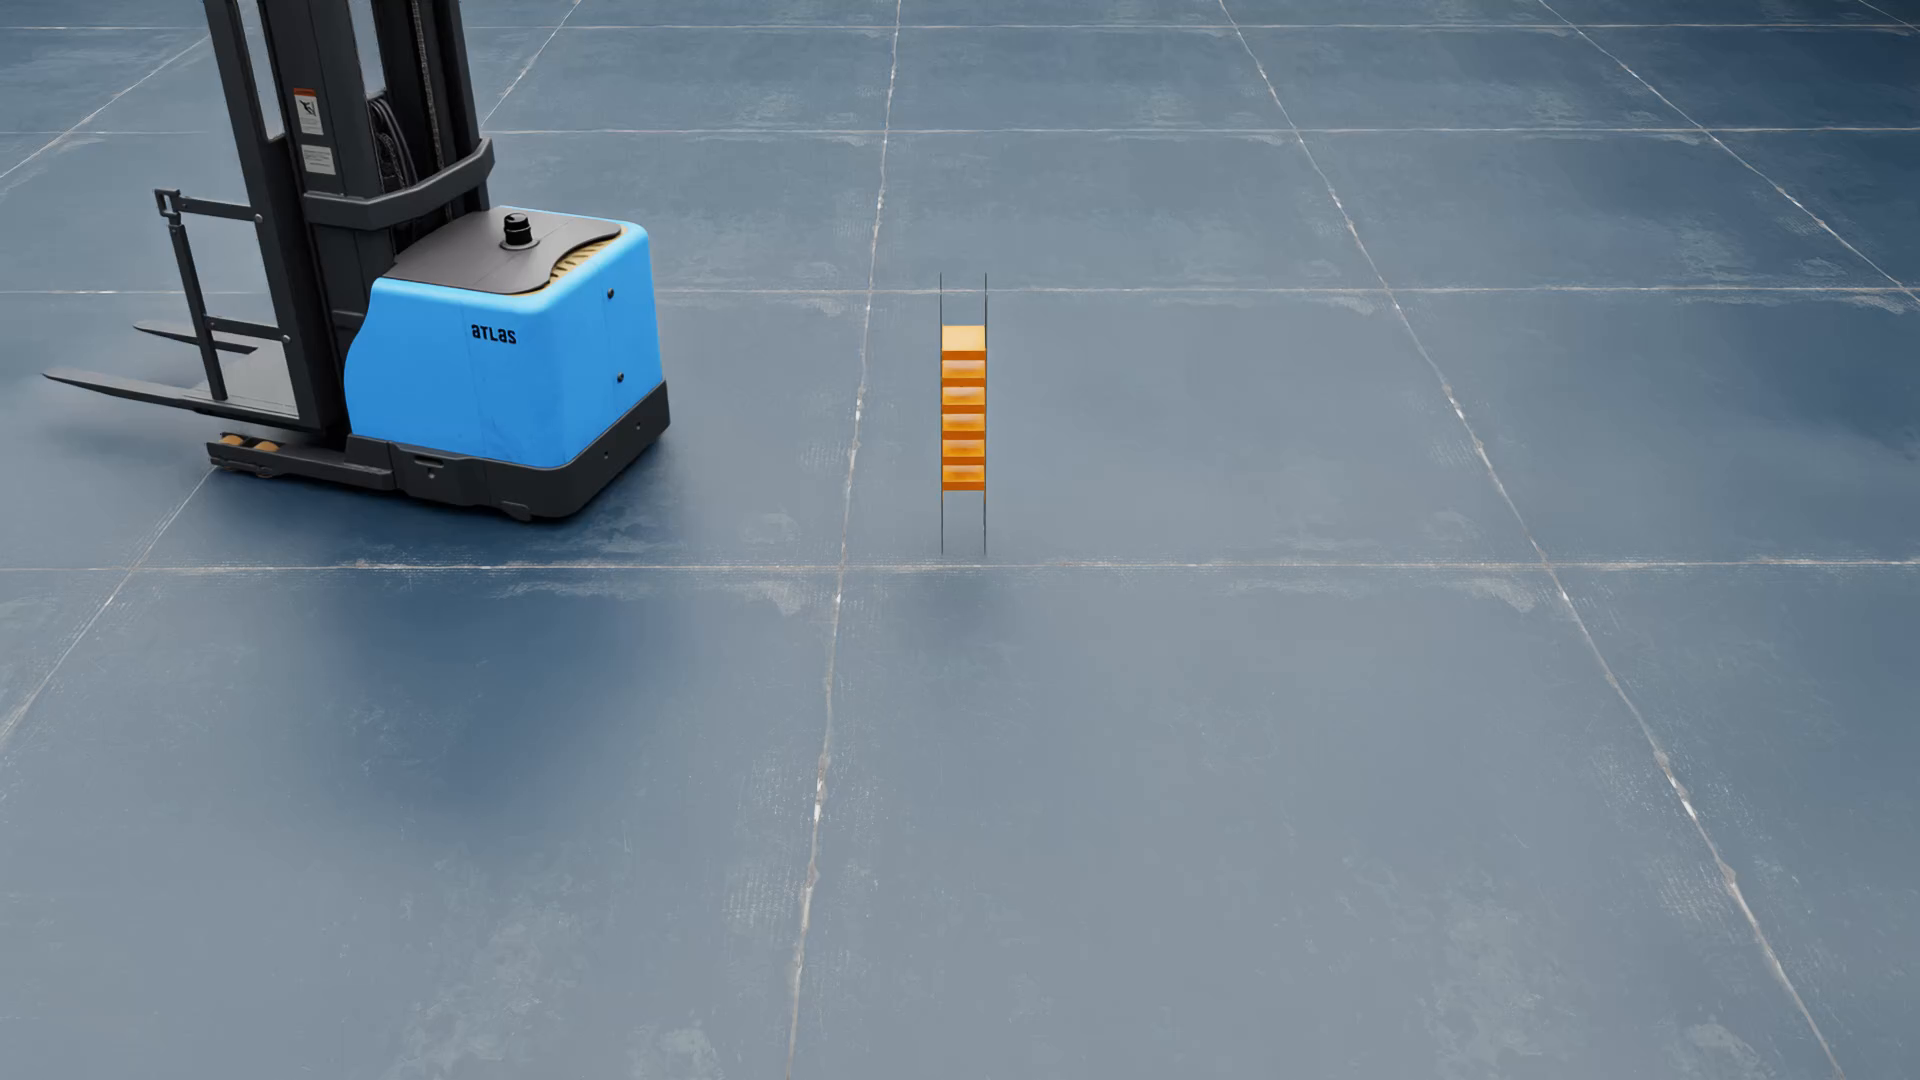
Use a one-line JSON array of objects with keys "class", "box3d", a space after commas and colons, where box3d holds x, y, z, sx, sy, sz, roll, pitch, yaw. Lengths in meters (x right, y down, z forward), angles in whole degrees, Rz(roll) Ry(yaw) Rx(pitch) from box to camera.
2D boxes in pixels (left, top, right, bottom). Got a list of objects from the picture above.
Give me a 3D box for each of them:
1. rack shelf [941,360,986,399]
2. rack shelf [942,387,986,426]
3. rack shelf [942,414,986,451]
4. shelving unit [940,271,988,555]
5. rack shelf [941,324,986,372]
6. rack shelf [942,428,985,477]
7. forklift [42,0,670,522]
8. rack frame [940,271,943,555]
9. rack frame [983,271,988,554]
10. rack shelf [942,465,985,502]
[{"class": "rack shelf", "box3d": [0.014, -0.680, 6.837, 0.180, 0.103, 0.258, 0, 31, 0]}, {"class": "rack shelf", "box3d": [0.014, -0.578, 6.900, 0.180, 0.103, 0.258, 0, 31, 0]}, {"class": "rack shelf", "box3d": [0.014, -0.475, 6.962, 0.180, 0.103, 0.258, 0, 31, 0]}, {"class": "shelving unit", "box3d": [0.014, -0.513, 6.939, 0.189, 1.200, 0.258, 0, 31, 0]}, {"class": "rack shelf", "box3d": [0.014, -0.783, 6.775, 0.180, 0.103, 0.258, 0, 31, 0]}, {"class": "rack shelf", "box3d": [0.014, -0.372, 7.024, 0.180, 0.103, 0.258, 0, 31, 0]}, {"class": "forklift", "box3d": [-2.974, -1.787, 7.369, 3.031, 2.935, 1.130, 10, 33, 16]}, {"class": "rack frame", "box3d": [-0.077, -0.513, 6.938, 0.006, 1.200, 0.240, 0, 31, 0]}, {"class": "rack frame", "box3d": [0.106, -0.513, 6.939, 0.006, 1.200, 0.240, 0, 31, 0]}, {"class": "rack shelf", "box3d": [0.014, -0.270, 7.086, 0.180, 0.103, 0.258, 0, 31, 0]}]
